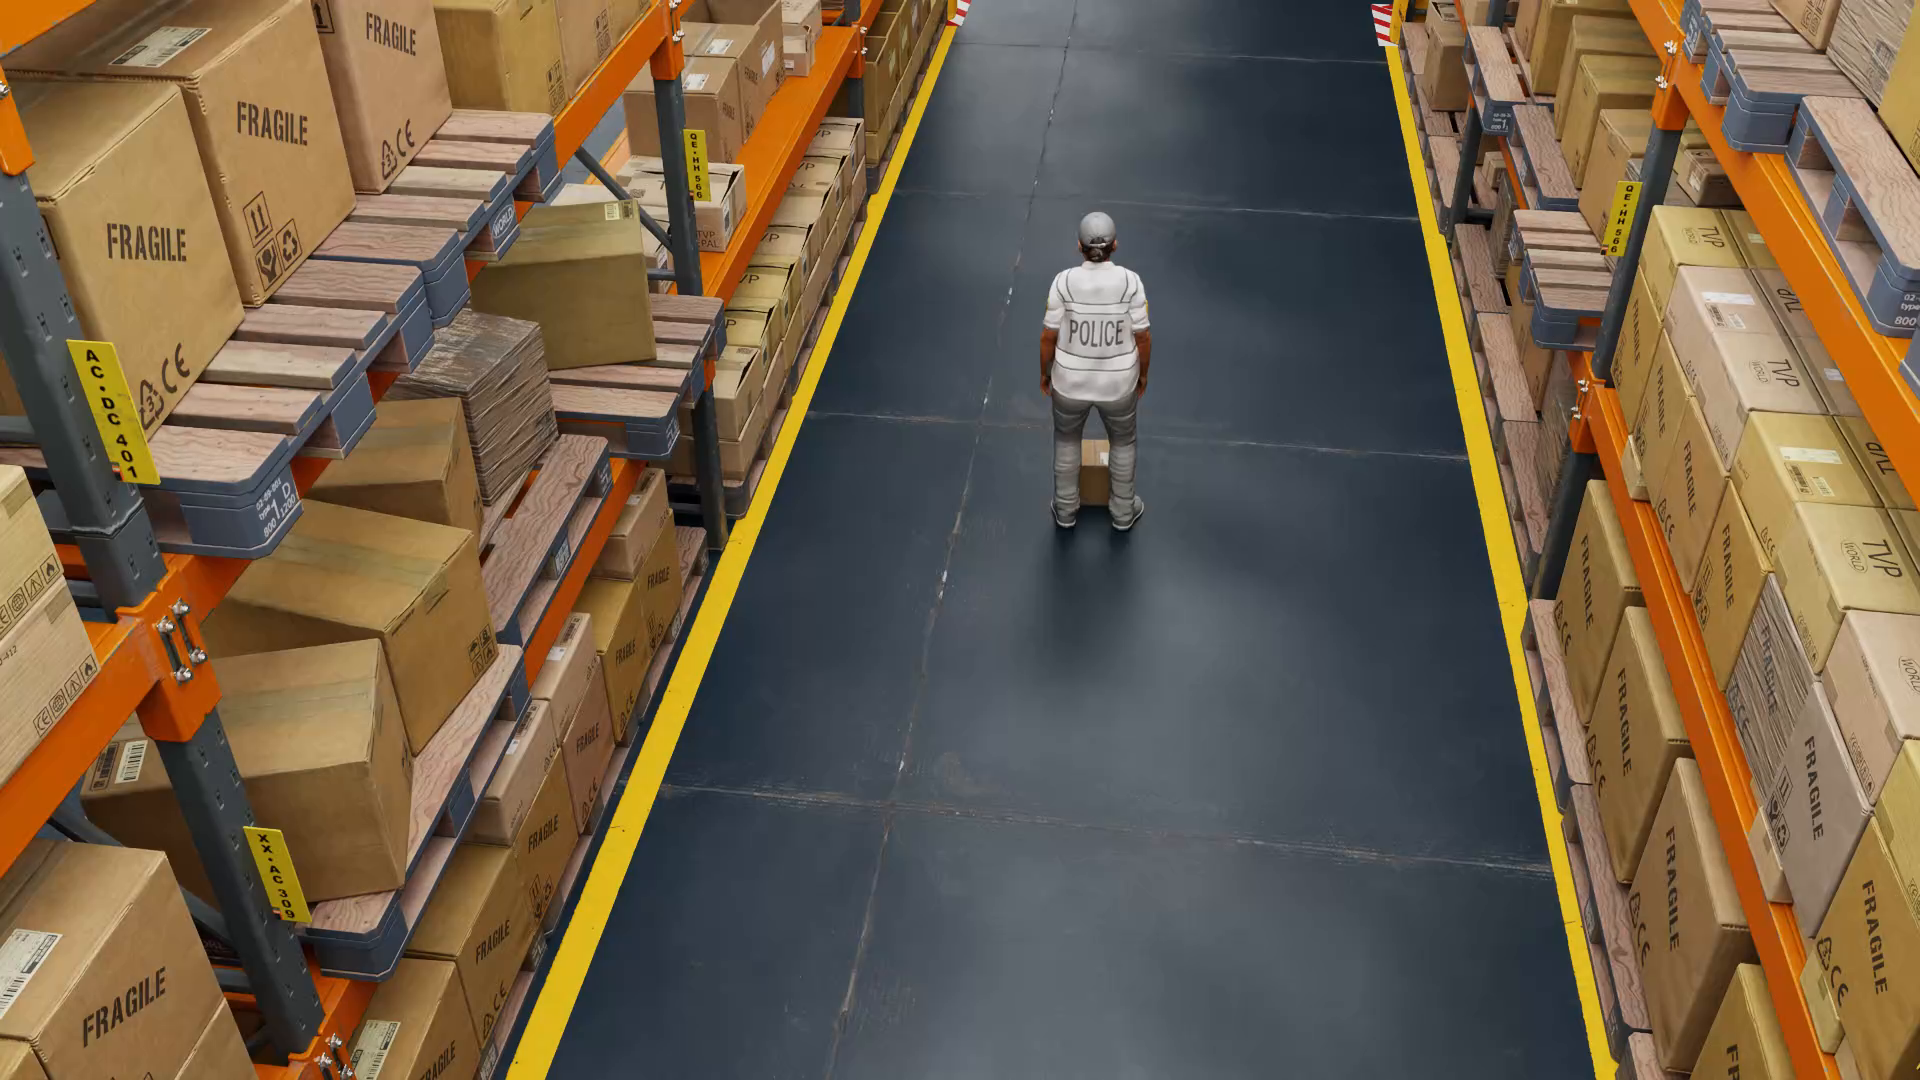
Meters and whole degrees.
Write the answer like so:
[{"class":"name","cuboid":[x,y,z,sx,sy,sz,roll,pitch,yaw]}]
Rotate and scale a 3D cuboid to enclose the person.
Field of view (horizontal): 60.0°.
[{"class":"person","cuboid":[0.668,-0.796,8.113,0.563,1.667,0.463,3,36,4]}]
